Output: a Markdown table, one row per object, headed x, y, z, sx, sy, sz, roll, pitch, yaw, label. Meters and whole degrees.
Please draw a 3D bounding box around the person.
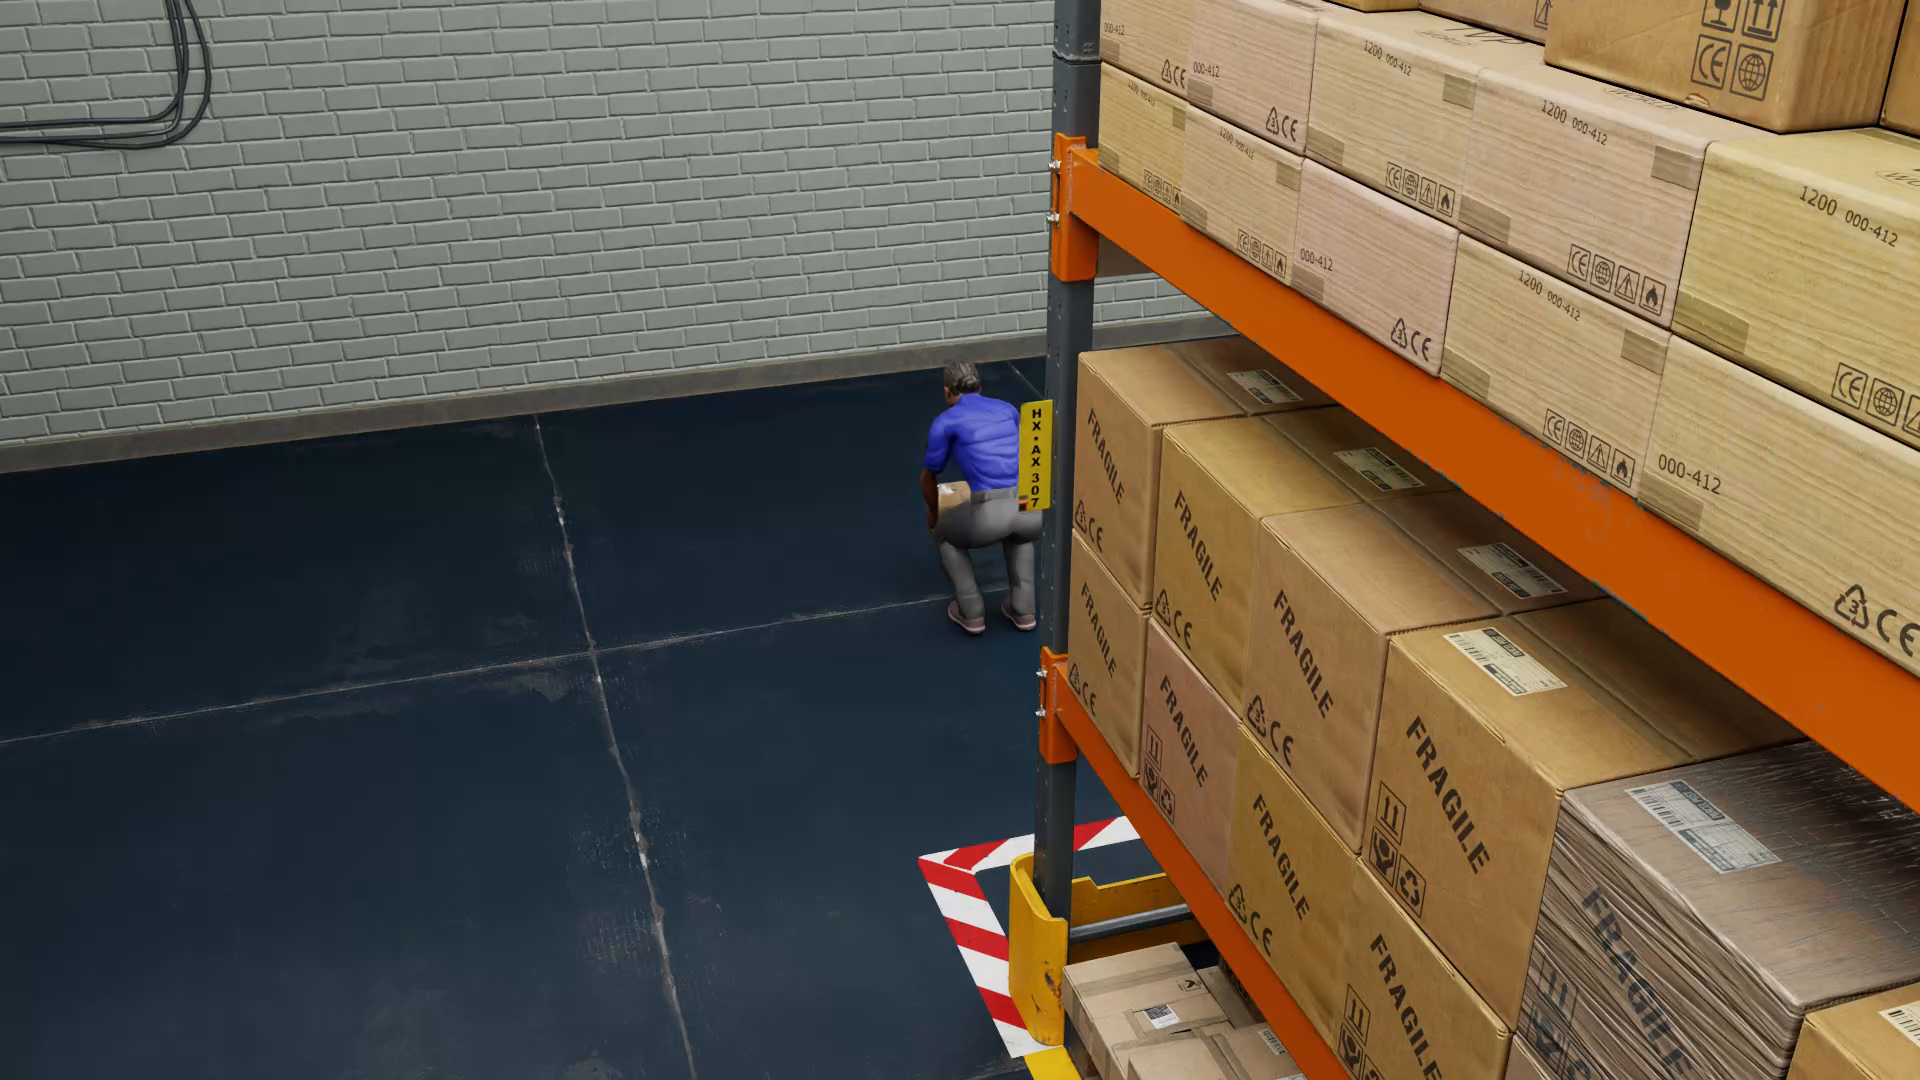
| x | y | z | sx | sy | sz | roll | pitch | yaw | label |
| --- | --- | --- | --- | --- | --- | --- | --- | --- | --- |
| 0.101 | -0.162 | 7.502 | 0.501 | 1.168 | 0.726 | -8 | 28 | -16 | person |
